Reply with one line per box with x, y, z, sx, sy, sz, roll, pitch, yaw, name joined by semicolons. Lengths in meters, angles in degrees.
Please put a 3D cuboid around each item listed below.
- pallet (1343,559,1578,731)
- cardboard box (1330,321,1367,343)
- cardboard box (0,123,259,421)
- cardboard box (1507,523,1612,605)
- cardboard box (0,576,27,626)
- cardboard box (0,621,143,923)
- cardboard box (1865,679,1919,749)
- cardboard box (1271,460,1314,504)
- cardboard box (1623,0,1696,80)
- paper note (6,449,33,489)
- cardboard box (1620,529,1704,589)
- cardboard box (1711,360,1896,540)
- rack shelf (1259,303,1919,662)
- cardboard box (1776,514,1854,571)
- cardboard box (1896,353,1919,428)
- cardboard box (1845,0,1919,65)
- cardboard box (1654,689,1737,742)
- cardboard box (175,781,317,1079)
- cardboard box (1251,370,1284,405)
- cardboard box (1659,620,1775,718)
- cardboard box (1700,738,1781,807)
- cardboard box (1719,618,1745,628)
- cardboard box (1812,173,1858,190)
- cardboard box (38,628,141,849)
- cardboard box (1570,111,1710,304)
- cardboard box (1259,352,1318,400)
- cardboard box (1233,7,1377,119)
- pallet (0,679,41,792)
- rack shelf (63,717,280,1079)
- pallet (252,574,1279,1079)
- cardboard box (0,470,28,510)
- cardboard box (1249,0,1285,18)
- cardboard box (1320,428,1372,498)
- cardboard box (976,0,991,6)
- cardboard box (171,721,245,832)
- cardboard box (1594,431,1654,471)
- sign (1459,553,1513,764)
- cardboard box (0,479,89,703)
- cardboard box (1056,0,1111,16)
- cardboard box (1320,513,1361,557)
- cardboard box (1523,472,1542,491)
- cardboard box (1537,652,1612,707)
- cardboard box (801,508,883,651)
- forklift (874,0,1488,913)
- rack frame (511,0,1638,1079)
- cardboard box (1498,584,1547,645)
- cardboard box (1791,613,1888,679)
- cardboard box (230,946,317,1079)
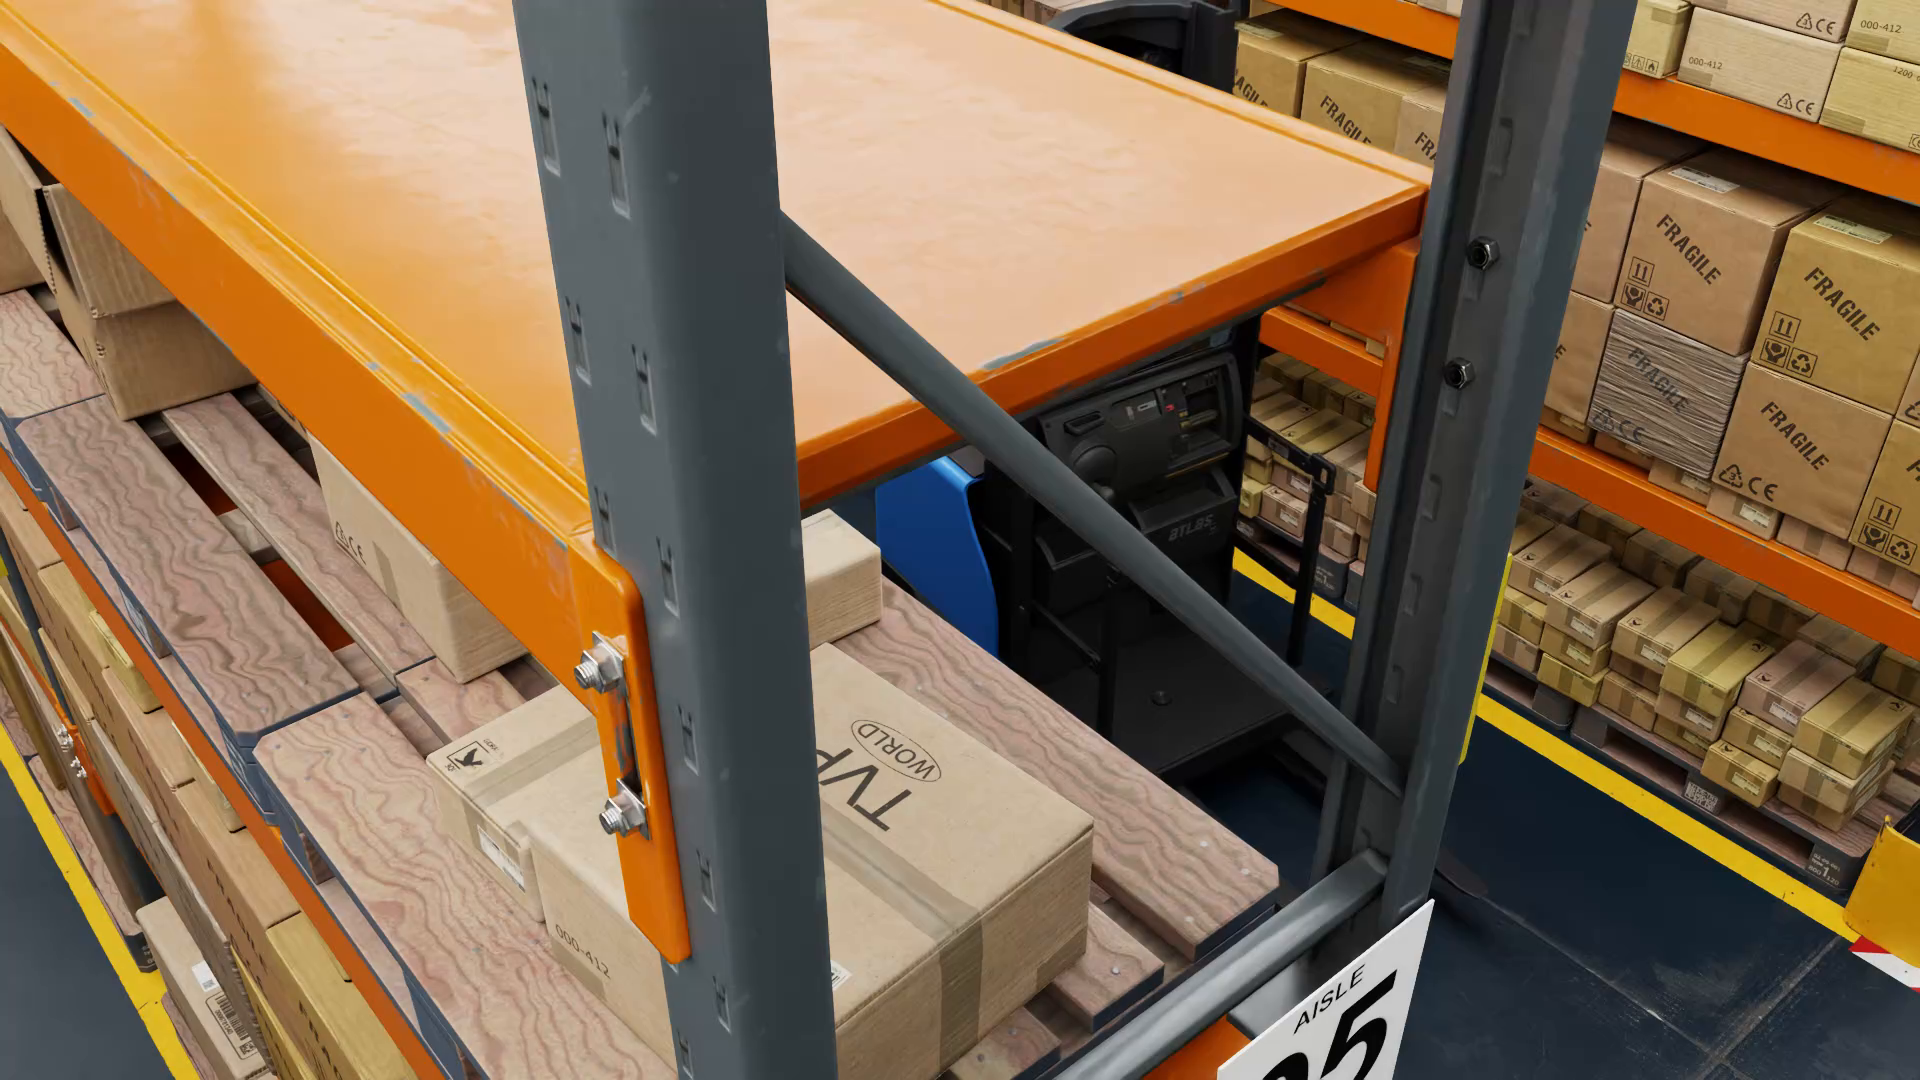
2.562;0.287;7.663;1.003;0.211;1.213;-26;43;-32;pallet
1.850;-1.017;7.308;0.380;0.149;0.250;-28;44;-34;cardboard box
-1.511;-0.678;3.477;0.797;0.503;0.637;-23;41;-28;cardboard box
2.554;0.110;7.088;0.380;0.149;0.250;-28;44;-33;cardboard box
-2.876;-0.029;5.393;0.500;0.250;0.500;-26;43;-32;cardboard box
-2.867;0.669;6.185;0.875;0.875;0.875;-25;42;-30;cardboard box
3.750;0.636;6.602;0.380;0.149;0.250;-24;42;-30;cardboard box
1.717;-0.351;7.996;0.380;0.149;0.250;-26;43;-32;cardboard box
2.393;-1.846;5.796;0.500;0.250;0.500;-24;42;-30;cardboard box
-1.625;-0.124;2.868;0.006;0.032;0.123;-26;43;-32;paper note
3.084;0.043;7.182;0.380;0.149;0.250;-24;42;-30;cardboard box
3.077;-0.401;5.878;0.500;0.500;0.500;-27;43;-32;cardboard box
2.601;-0.497;6.979;1.077;0.370;4.000;-26;43;-32;rack shelf
3.160;-0.072;5.974;0.380;0.149;0.250;-26;43;-32;cardboard box
3.407;-0.587;5.274;0.500;0.500;0.500;-27;43;-33;cardboard box
3.069;-1.608;5.027;0.500;0.250;0.500;-27;44;-33;cardboard box
2.997;0.608;6.642;0.380;0.149;0.250;-28;44;-33;cardboard box
-1.317;0.748;3.646;0.500;0.500;0.500;-26;43;-32;cardboard box
1.375;-0.695;8.224;0.380;0.149;0.250;-24;42;-30;cardboard box
2.974;0.503;6.533;0.380;0.149;0.250;-27;43;-33;cardboard box
3.150;0.854;6.552;0.380;0.149;0.250;-25;42;-30;cardboard box
3.308;0.265;7.126;0.380;0.149;0.250;-25;42;-30;cardboard box
3.156;-1.233;6.187;0.500;0.500;0.500;-27;43;-33;cardboard box
-2.303;0.481;4.888;0.500;0.500;0.500;-25;42;-30;cardboard box
2.393;-1.269;6.238;0.500;0.500;0.500;-28;44;-33;cardboard box
1.739;-0.864;8.464;0.380;0.149;0.250;-25;42;-31;cardboard box
1.416;-1.954;7.204;0.500;0.500;0.500;-25;42;-31;cardboard box
-3.753;0.504;7.356;1.003;0.211;1.213;-26;43;-32;pallet
-1.115;1.394;4.309;1.077;0.370;4.000;-26;43;-32;rack shelf
-0.311;0.472;2.470;1.003;0.211;1.213;-26;43;-32;pallet
-2.400;-0.260;4.509;0.380;0.149;0.250;-27;43;-32;cardboard box
3.013;-4.237;13.112;1.225;0.875;0.875;-28;44;-34;cardboard box
1.894;-0.351;7.739;0.380;0.149;0.250;-27;43;-33;cardboard box
0.228;-3.134;9.419;0.380;0.149;0.250;-24;42;-30;cardboard box
-1.432;0.419;3.550;0.380;0.149;0.250;-26;43;-32;cardboard box
2.702;-0.445;6.500;0.380;0.149;0.250;-28;44;-34;cardboard box
0.603;0.166;2.000;0.100;0.325;0.005;-26;43;-32;sign
-2.283;0.069;4.606;0.500;0.500;0.500;-26;43;-31;cardboard box
0.735;-2.790;8.933;0.380;0.149;0.250;-26;43;-32;cardboard box
1.874;-0.100;7.899;0.380;0.149;0.250;-27;43;-33;cardboard box
2.637;-0.316;7.689;0.380;0.149;0.250;-28;44;-33;cardboard box
2.663;0.512;7.035;0.380;0.149;0.250;-28;44;-34;cardboard box
-0.351;0.083;2.709;0.380;0.149;0.250;-24;42;-30;cardboard box
0.824;-0.362;6.225;1.130;2.935;3.031;-21;40;-26;forklift
0.176;-0.465;1.120;1.000;3.000;0.127;-26;43;-32;rack frame
2.501;0.264;7.128;0.380;0.149;0.250;-24;42;-30;cardboard box
3.543;0.407;6.669;0.380;0.149;0.250;-25;42;-31;cardboard box
-1.333;1.155;3.938;0.500;0.500;0.500;-25;42;-30;cardboard box
